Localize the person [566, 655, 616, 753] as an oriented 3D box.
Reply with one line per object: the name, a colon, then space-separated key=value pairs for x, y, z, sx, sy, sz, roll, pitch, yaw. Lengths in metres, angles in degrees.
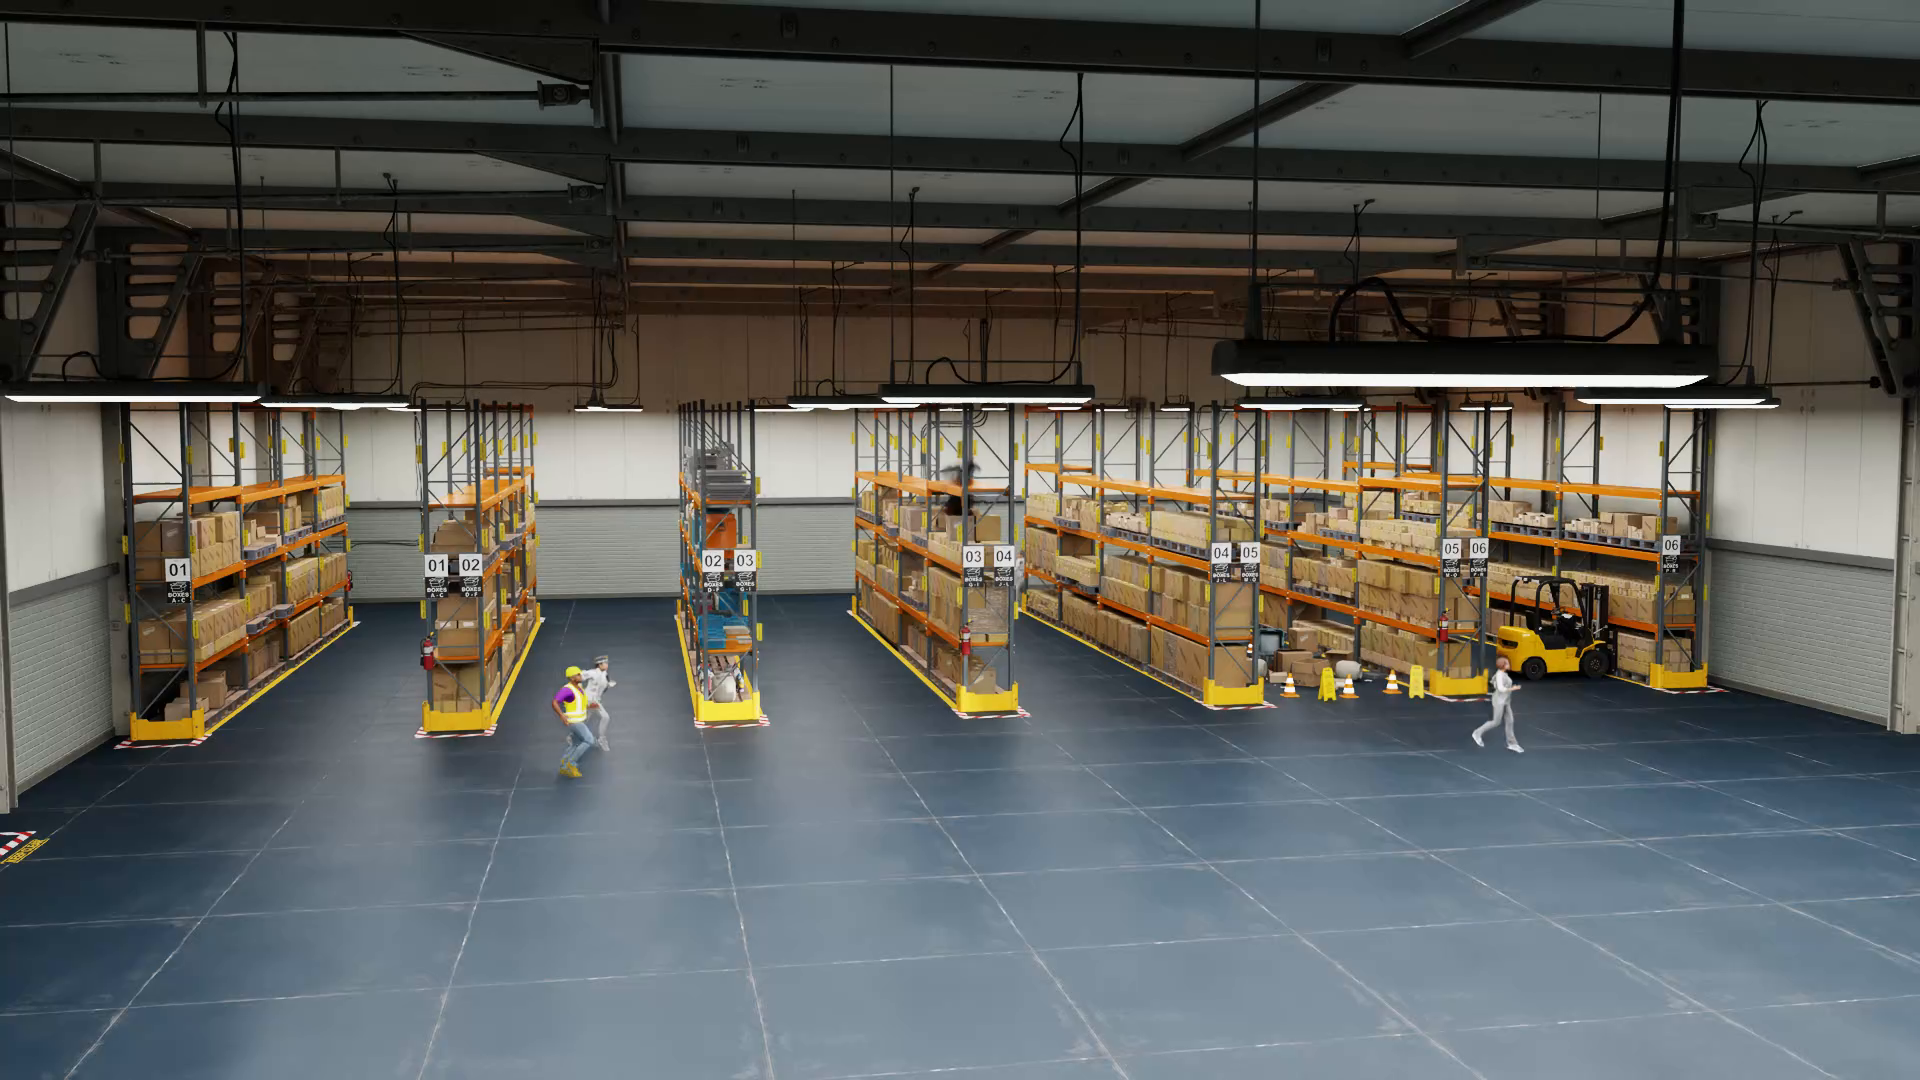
person: x=-6.289 y=2.775 z=28.271 sx=0.901 sy=1.672 sz=0.619 roll=1 pitch=4 yaw=9

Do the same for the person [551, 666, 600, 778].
person: x=-6.025 y=2.865 z=26.203 sx=0.683 sy=1.754 sz=0.676 roll=0 pitch=4 yaw=3

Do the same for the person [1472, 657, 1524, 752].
person: x=9.146 y=2.774 z=28.198 sx=0.859 sy=1.597 sz=0.565 roll=2 pitch=5 yaw=29

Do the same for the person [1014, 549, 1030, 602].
person: x=1.865 y=1.129 z=49.850 sx=0.894 sy=1.705 sz=0.649 roll=-2 pitch=5 yaw=-25
